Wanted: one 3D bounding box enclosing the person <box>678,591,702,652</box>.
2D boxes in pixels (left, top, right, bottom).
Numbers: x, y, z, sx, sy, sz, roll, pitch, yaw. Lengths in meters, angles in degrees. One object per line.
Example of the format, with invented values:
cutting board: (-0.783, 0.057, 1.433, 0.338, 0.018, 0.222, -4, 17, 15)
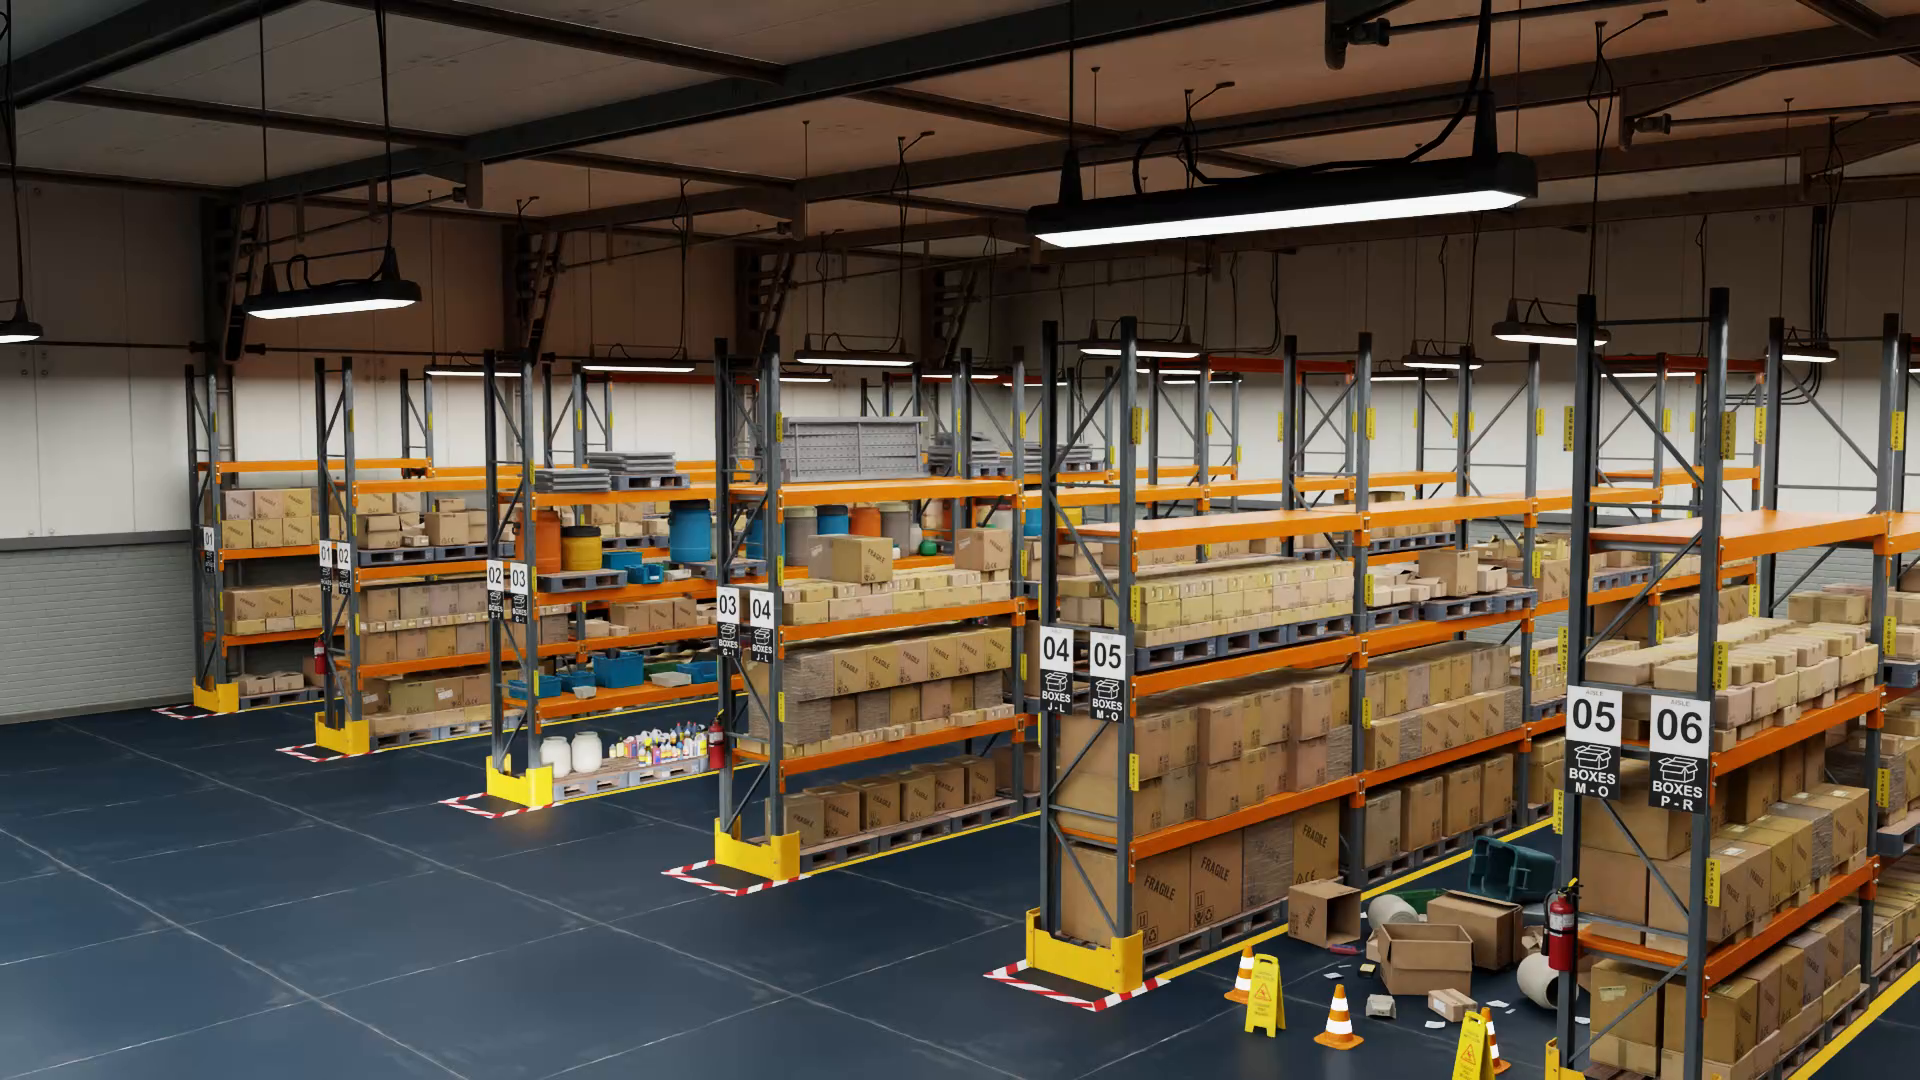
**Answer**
person: (-5.349, 1.799, 32.332, 0.571, 1.769, 0.625, -3, 5, -36)
